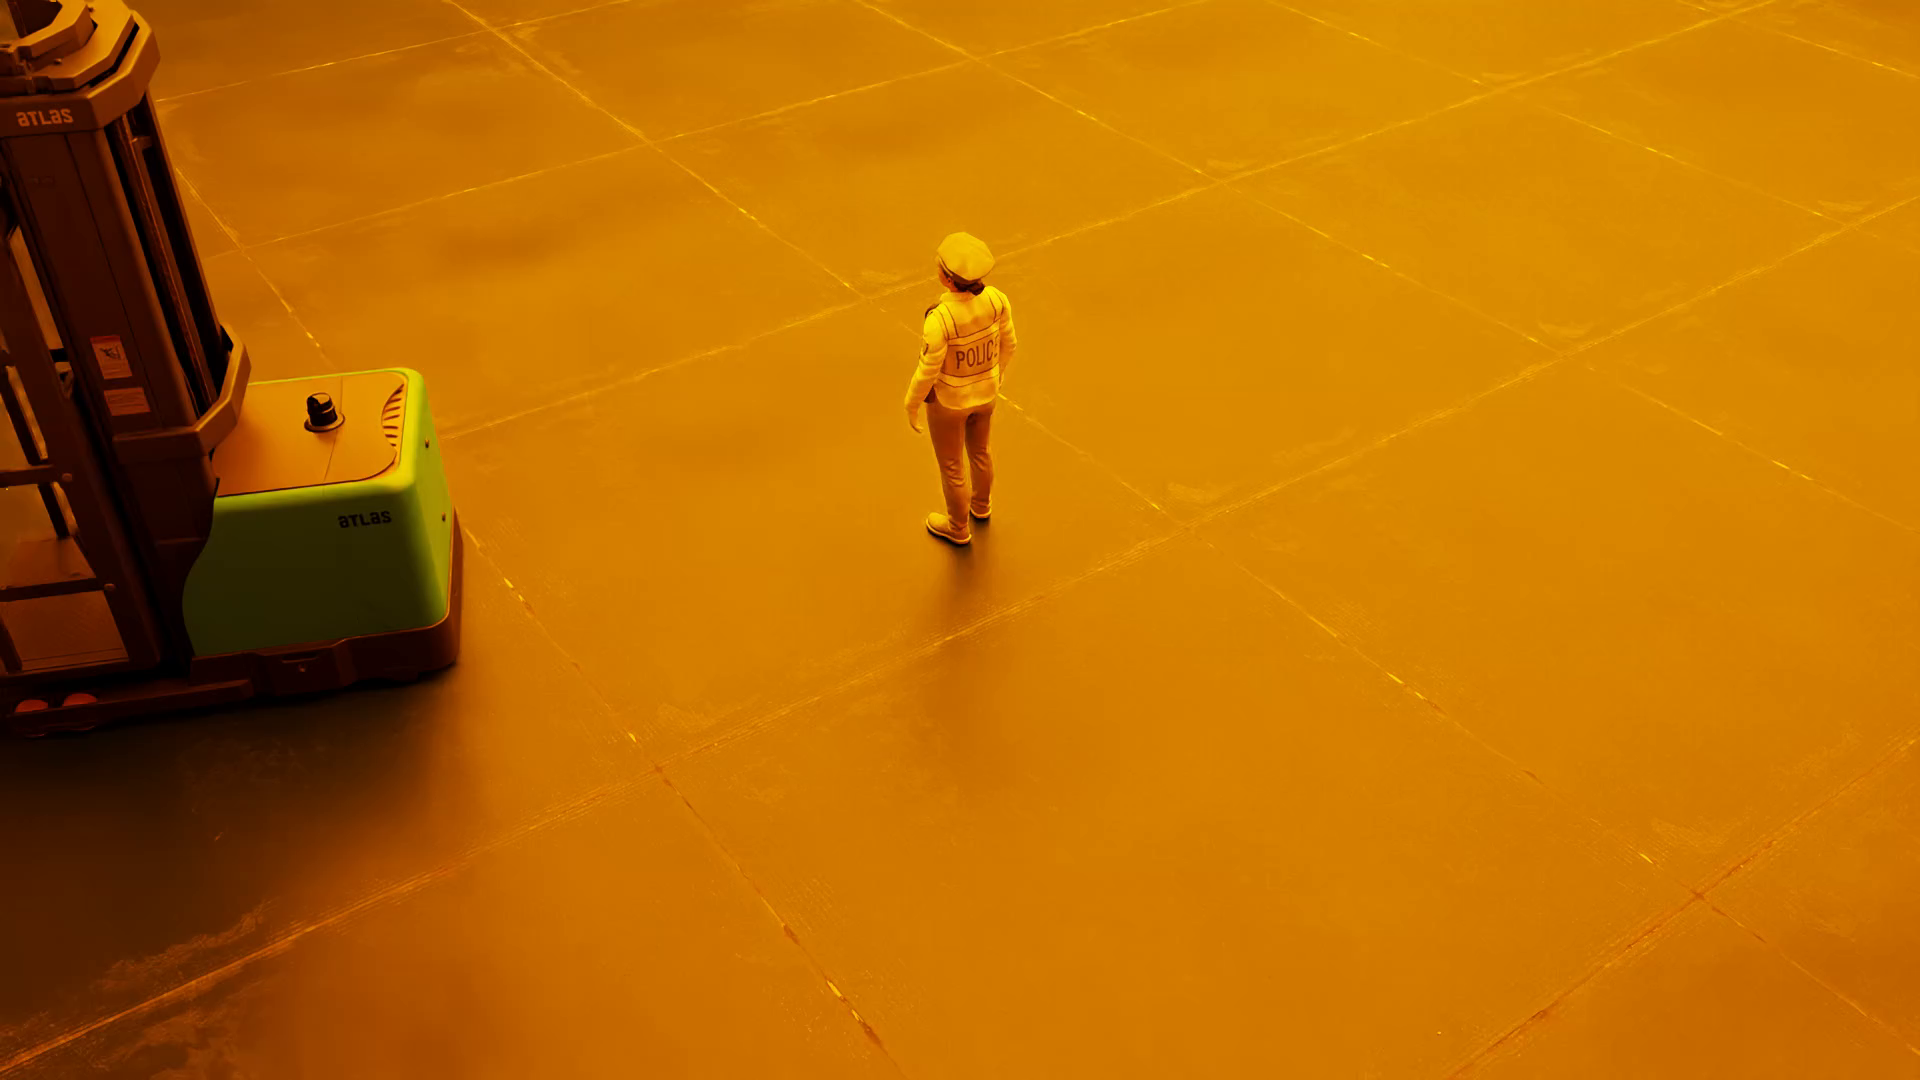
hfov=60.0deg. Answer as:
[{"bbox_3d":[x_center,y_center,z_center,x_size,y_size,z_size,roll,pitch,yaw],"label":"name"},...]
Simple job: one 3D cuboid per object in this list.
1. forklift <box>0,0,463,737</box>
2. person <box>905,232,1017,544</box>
[{"bbox_3d":[-3.860,-0.663,6.842,3.031,2.935,1.130,-7,37,-10],"label":"forklift"},{"bbox_3d":[-0.033,-0.722,7.949,0.588,1.696,0.533,-23,42,-28],"label":"person"}]
